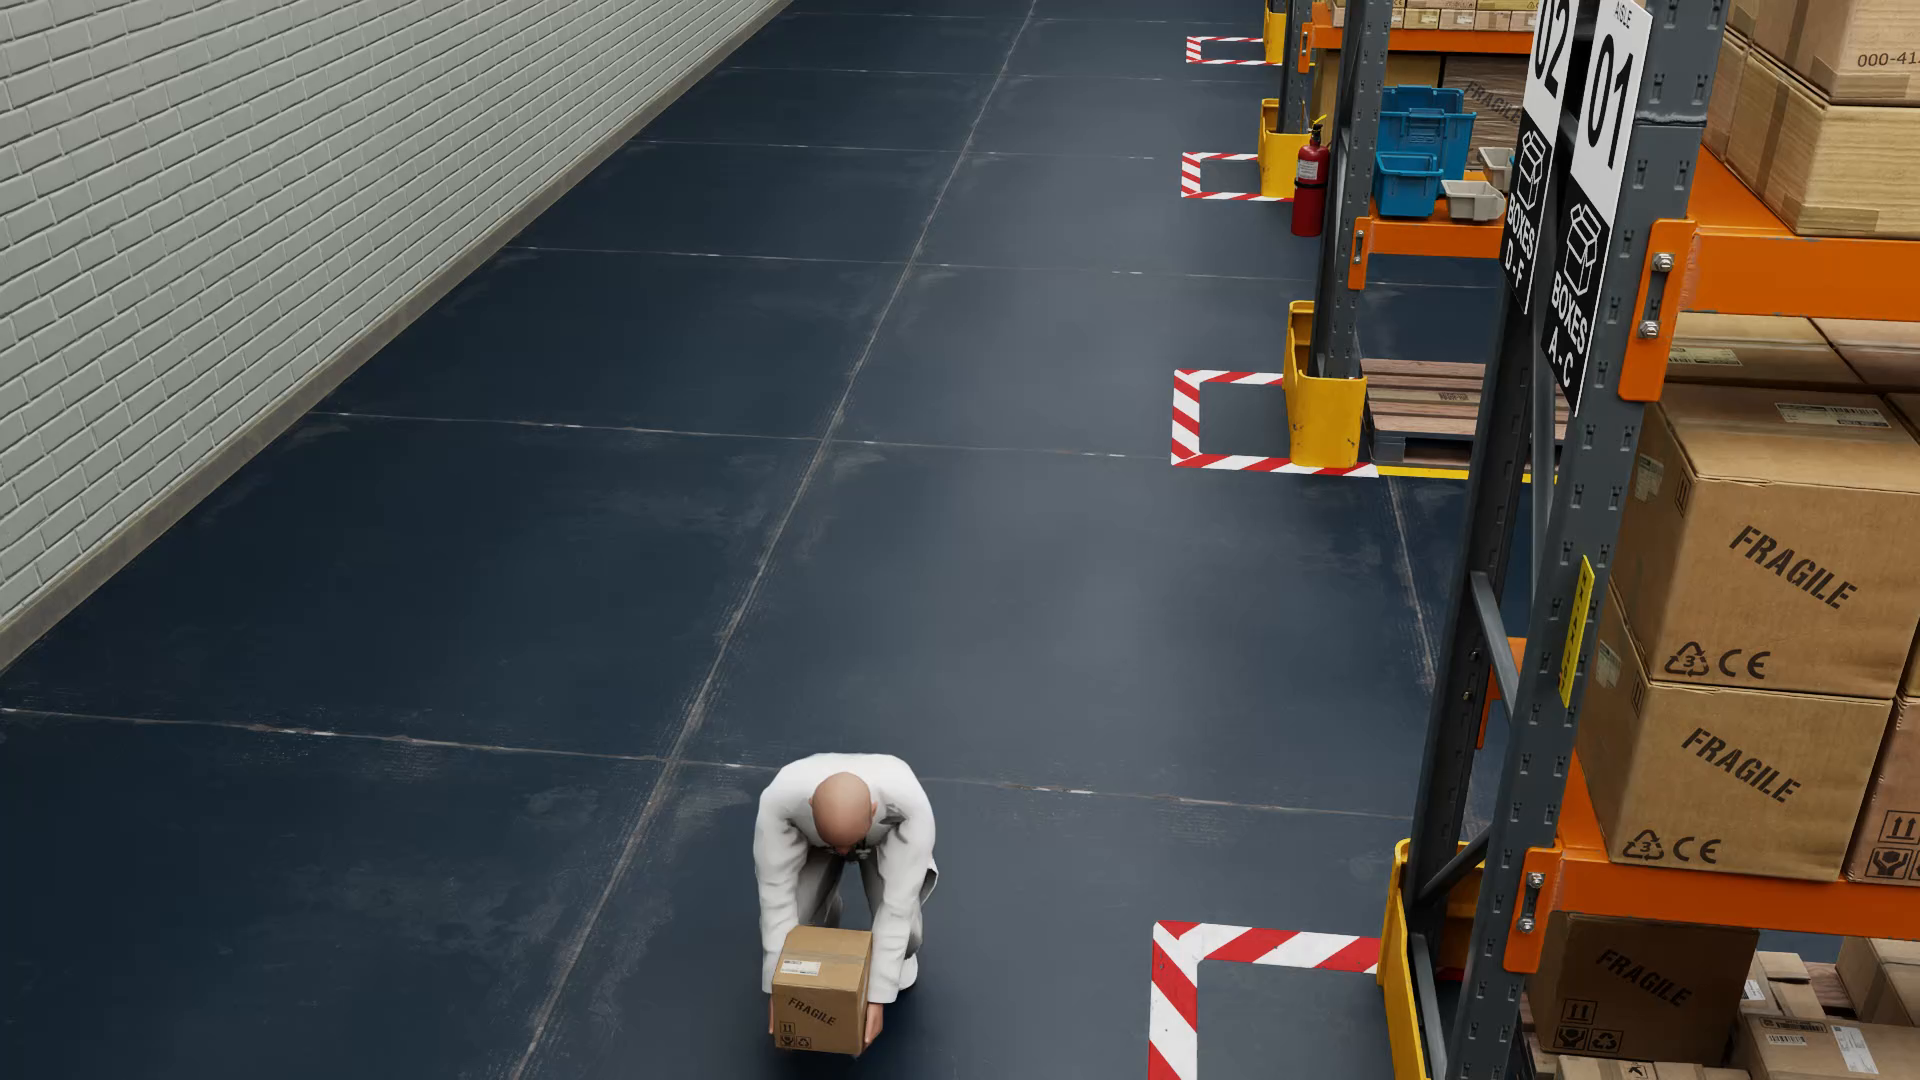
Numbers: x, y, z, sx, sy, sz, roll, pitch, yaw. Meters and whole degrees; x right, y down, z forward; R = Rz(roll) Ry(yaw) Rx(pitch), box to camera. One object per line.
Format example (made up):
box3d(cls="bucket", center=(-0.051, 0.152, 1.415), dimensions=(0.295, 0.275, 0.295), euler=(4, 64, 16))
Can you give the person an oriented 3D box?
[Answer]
box3d(cls="person", center=(-0.362, 0.997, 5.096), dimensions=(0.584, 1.003, 0.926), euler=(3, 28, 5))
